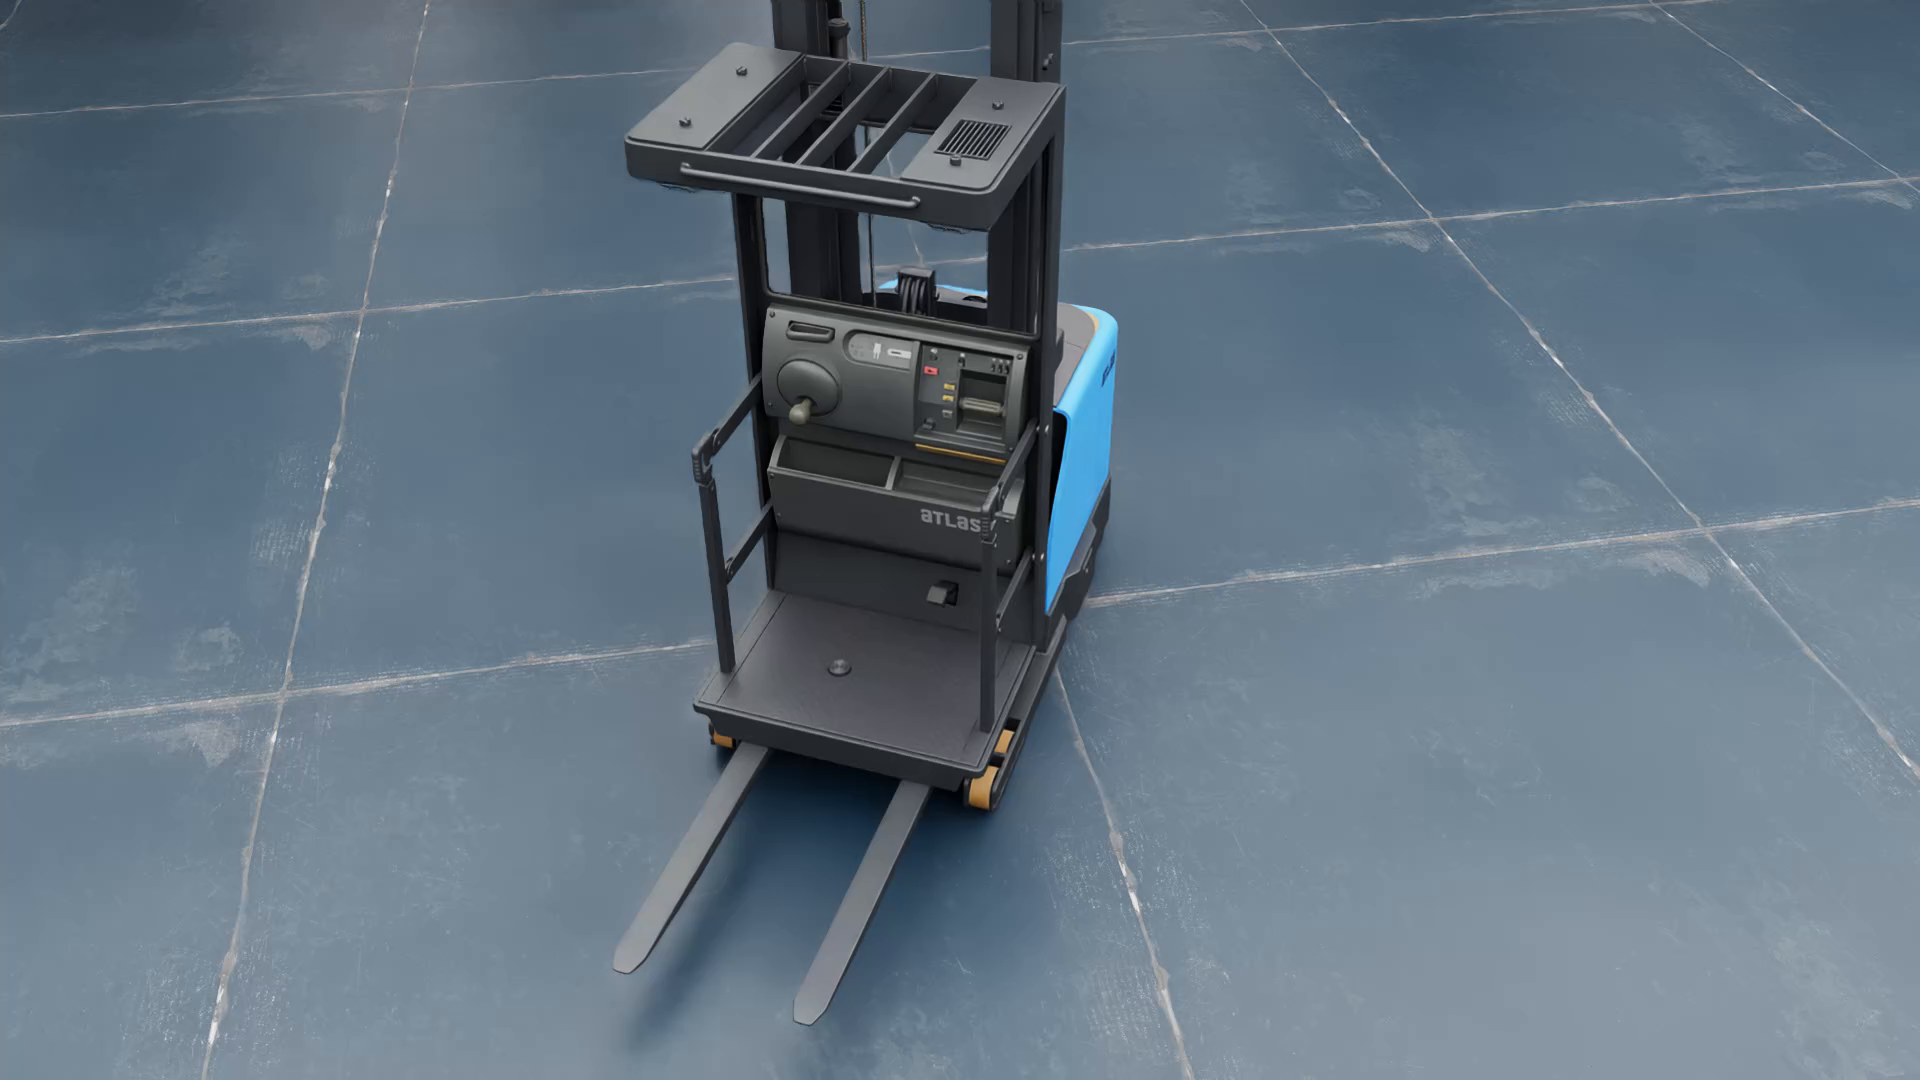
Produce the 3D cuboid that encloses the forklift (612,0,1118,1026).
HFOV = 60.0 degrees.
[{"bbox_3d":[-0.294,-0.466,5.460,1.130,2.935,3.031,11,39,14],"label":"forklift"}]
